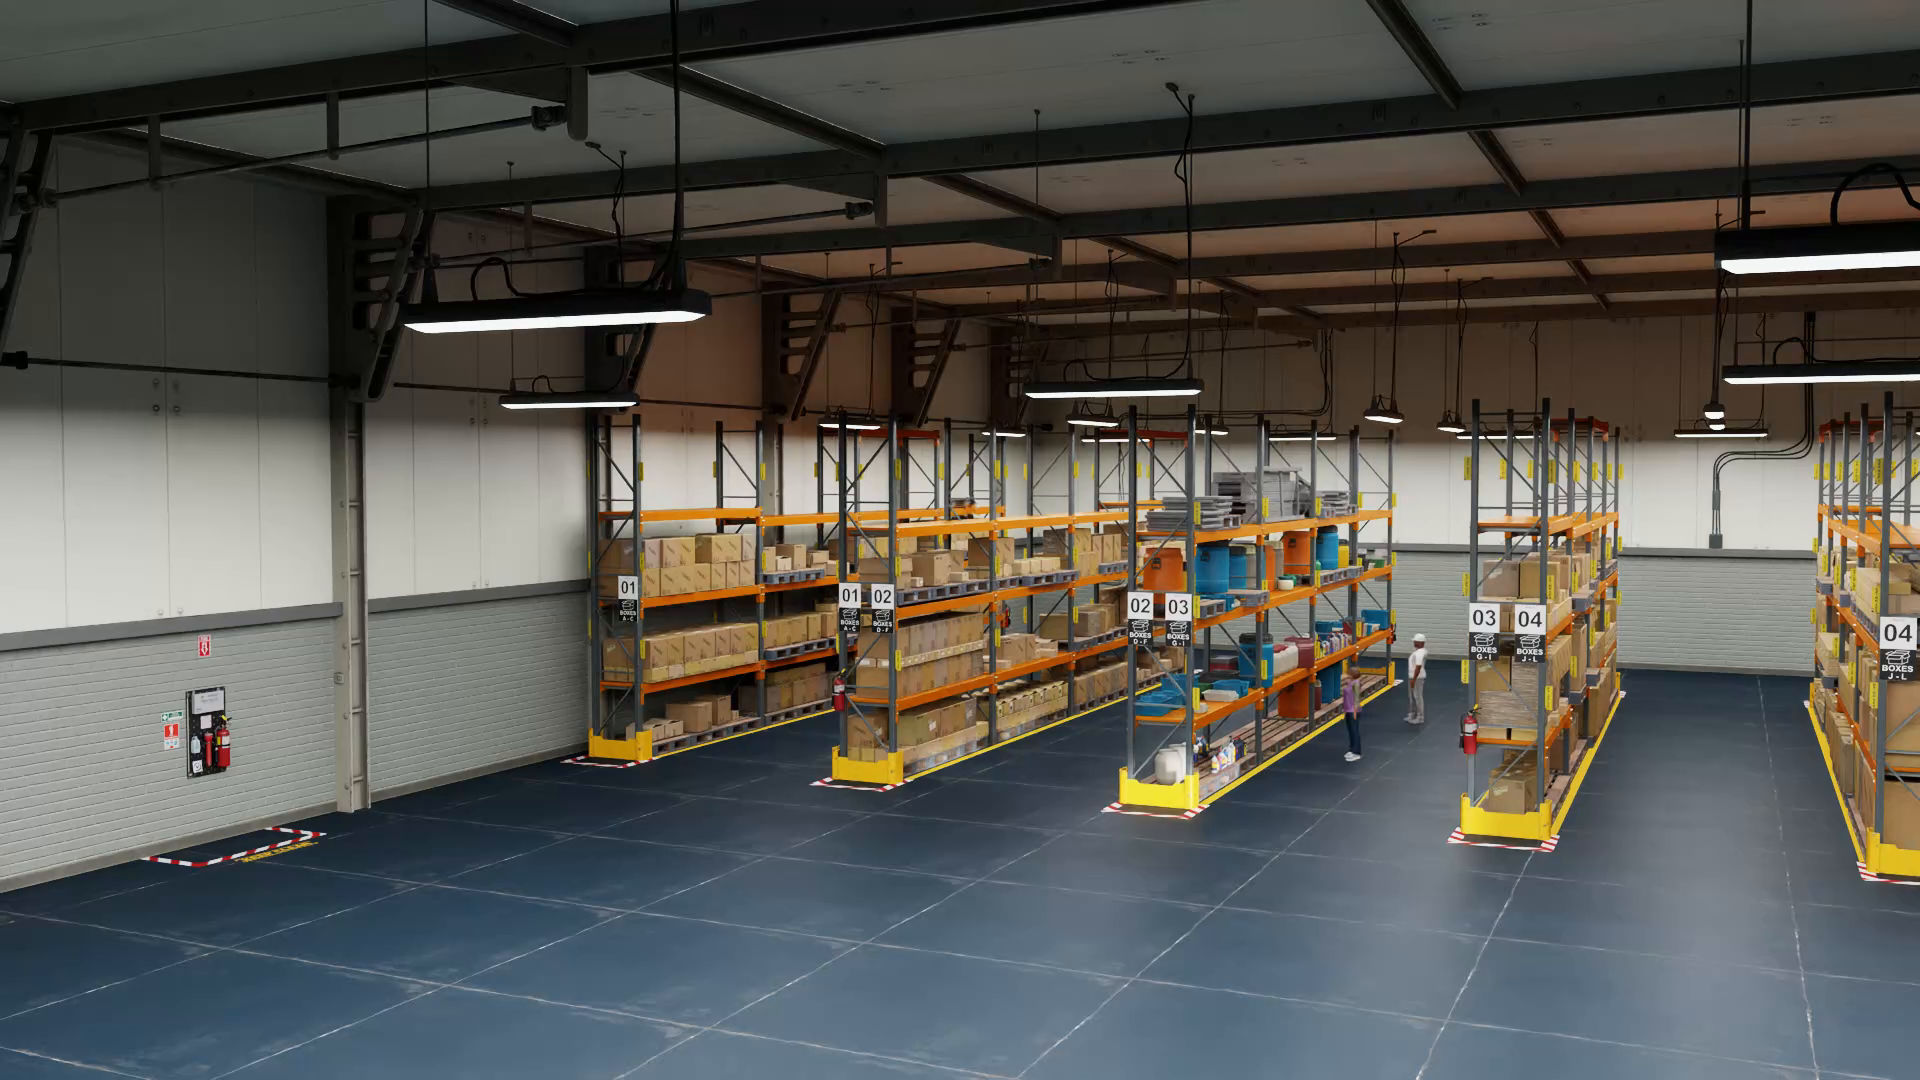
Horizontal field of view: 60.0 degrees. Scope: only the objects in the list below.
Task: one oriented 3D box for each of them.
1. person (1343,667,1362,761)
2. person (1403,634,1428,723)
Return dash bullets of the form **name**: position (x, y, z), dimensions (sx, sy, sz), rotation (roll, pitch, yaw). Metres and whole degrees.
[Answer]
- **person**: position (6.831, 3.011, 28.992), dimensions (0.341, 1.609, 0.476), rotation (0, 2, -6)
- **person**: position (9.099, 2.750, 33.143), dimensions (0.482, 1.762, 0.619), rotation (0, 2, 2)
